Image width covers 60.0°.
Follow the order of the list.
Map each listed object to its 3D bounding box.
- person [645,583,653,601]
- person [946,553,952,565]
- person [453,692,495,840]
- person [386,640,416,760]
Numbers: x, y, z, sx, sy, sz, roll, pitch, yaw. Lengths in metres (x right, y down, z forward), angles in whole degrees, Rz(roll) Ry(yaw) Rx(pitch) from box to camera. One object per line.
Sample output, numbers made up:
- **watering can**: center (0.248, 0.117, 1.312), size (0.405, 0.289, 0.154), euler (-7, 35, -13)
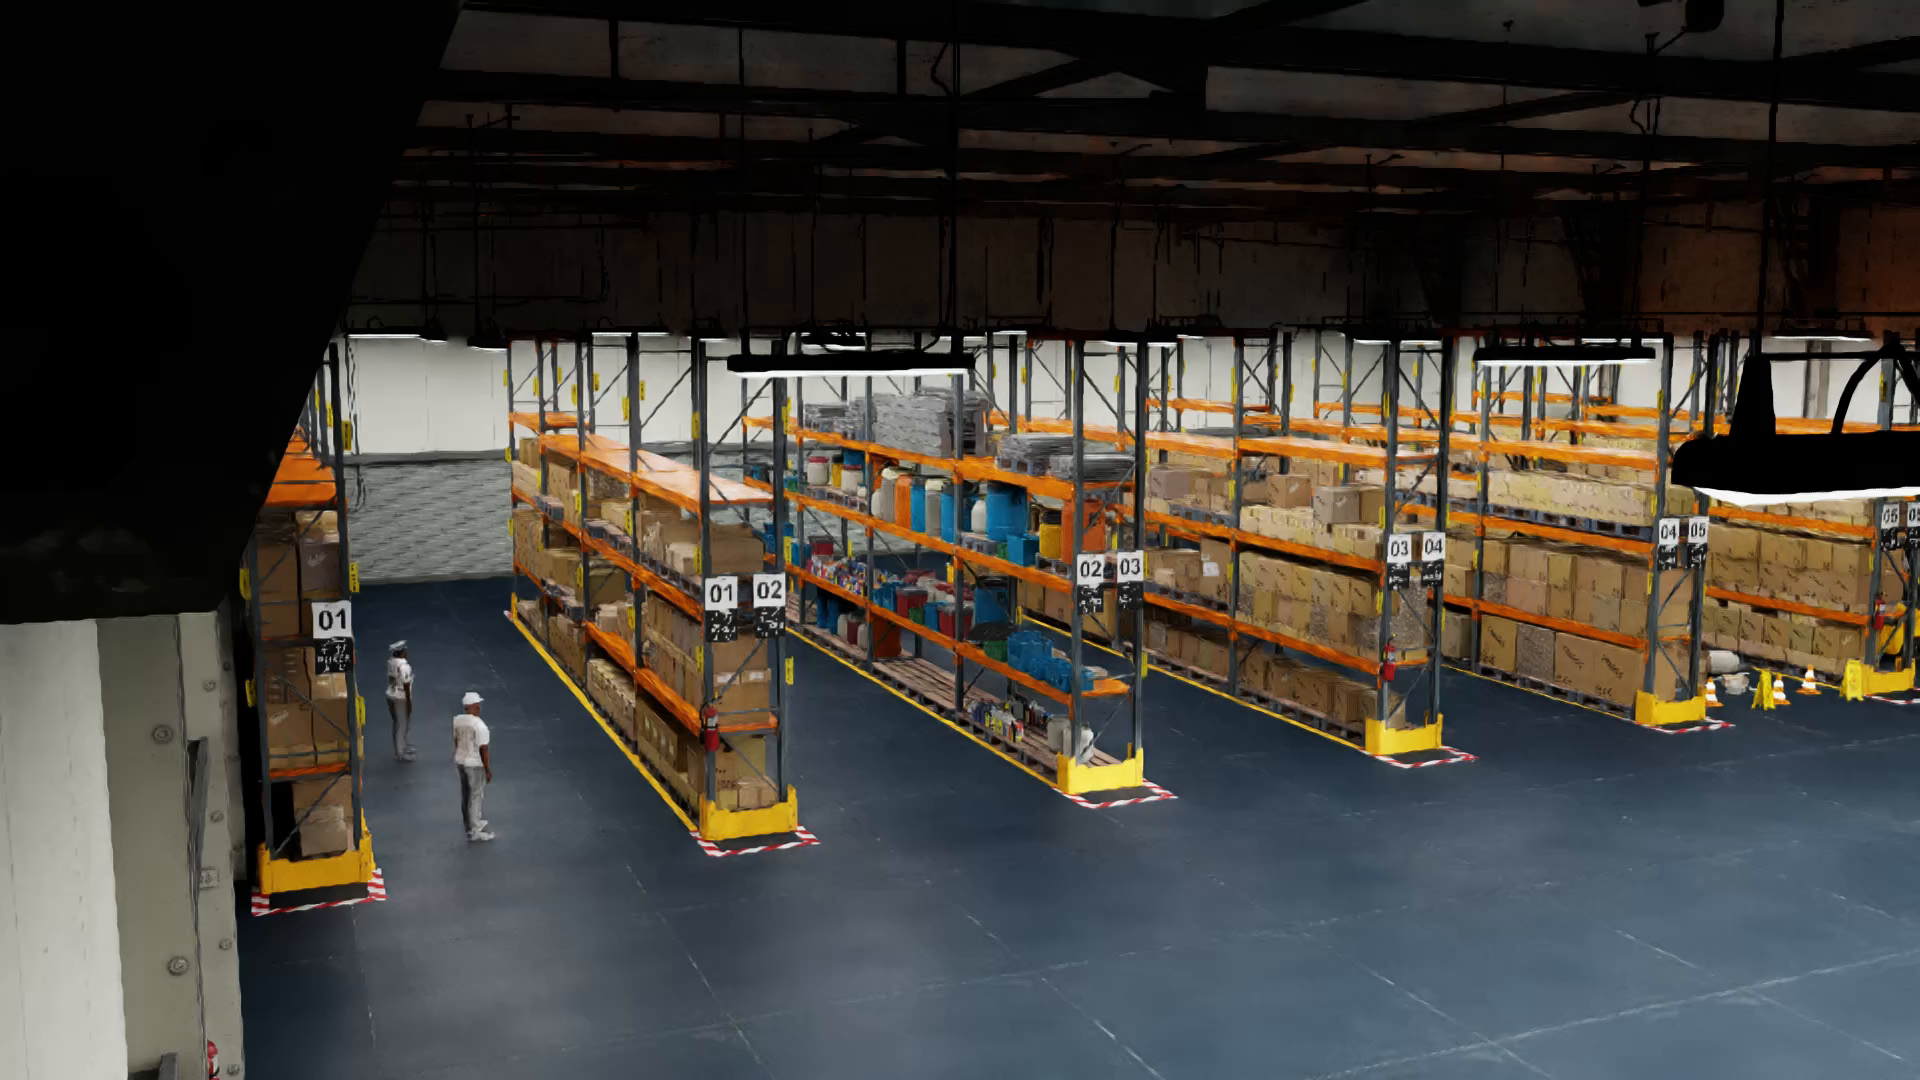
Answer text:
- **person**: center (-5.901, 1.132, 31.943), size (0.567, 1.736, 1.044), euler (-3, 8, -24)
- **person**: center (0.013, -0.028, 41.529), size (0.561, 1.415, 0.788), euler (-7, 10, -40)
- **person**: center (-5.867, 2.705, 20.162), size (0.645, 1.772, 0.464), euler (6, 10, 39)
- **person**: center (-7.953, 2.265, 23.742), size (0.546, 1.680, 0.440), euler (7, 11, 43)
